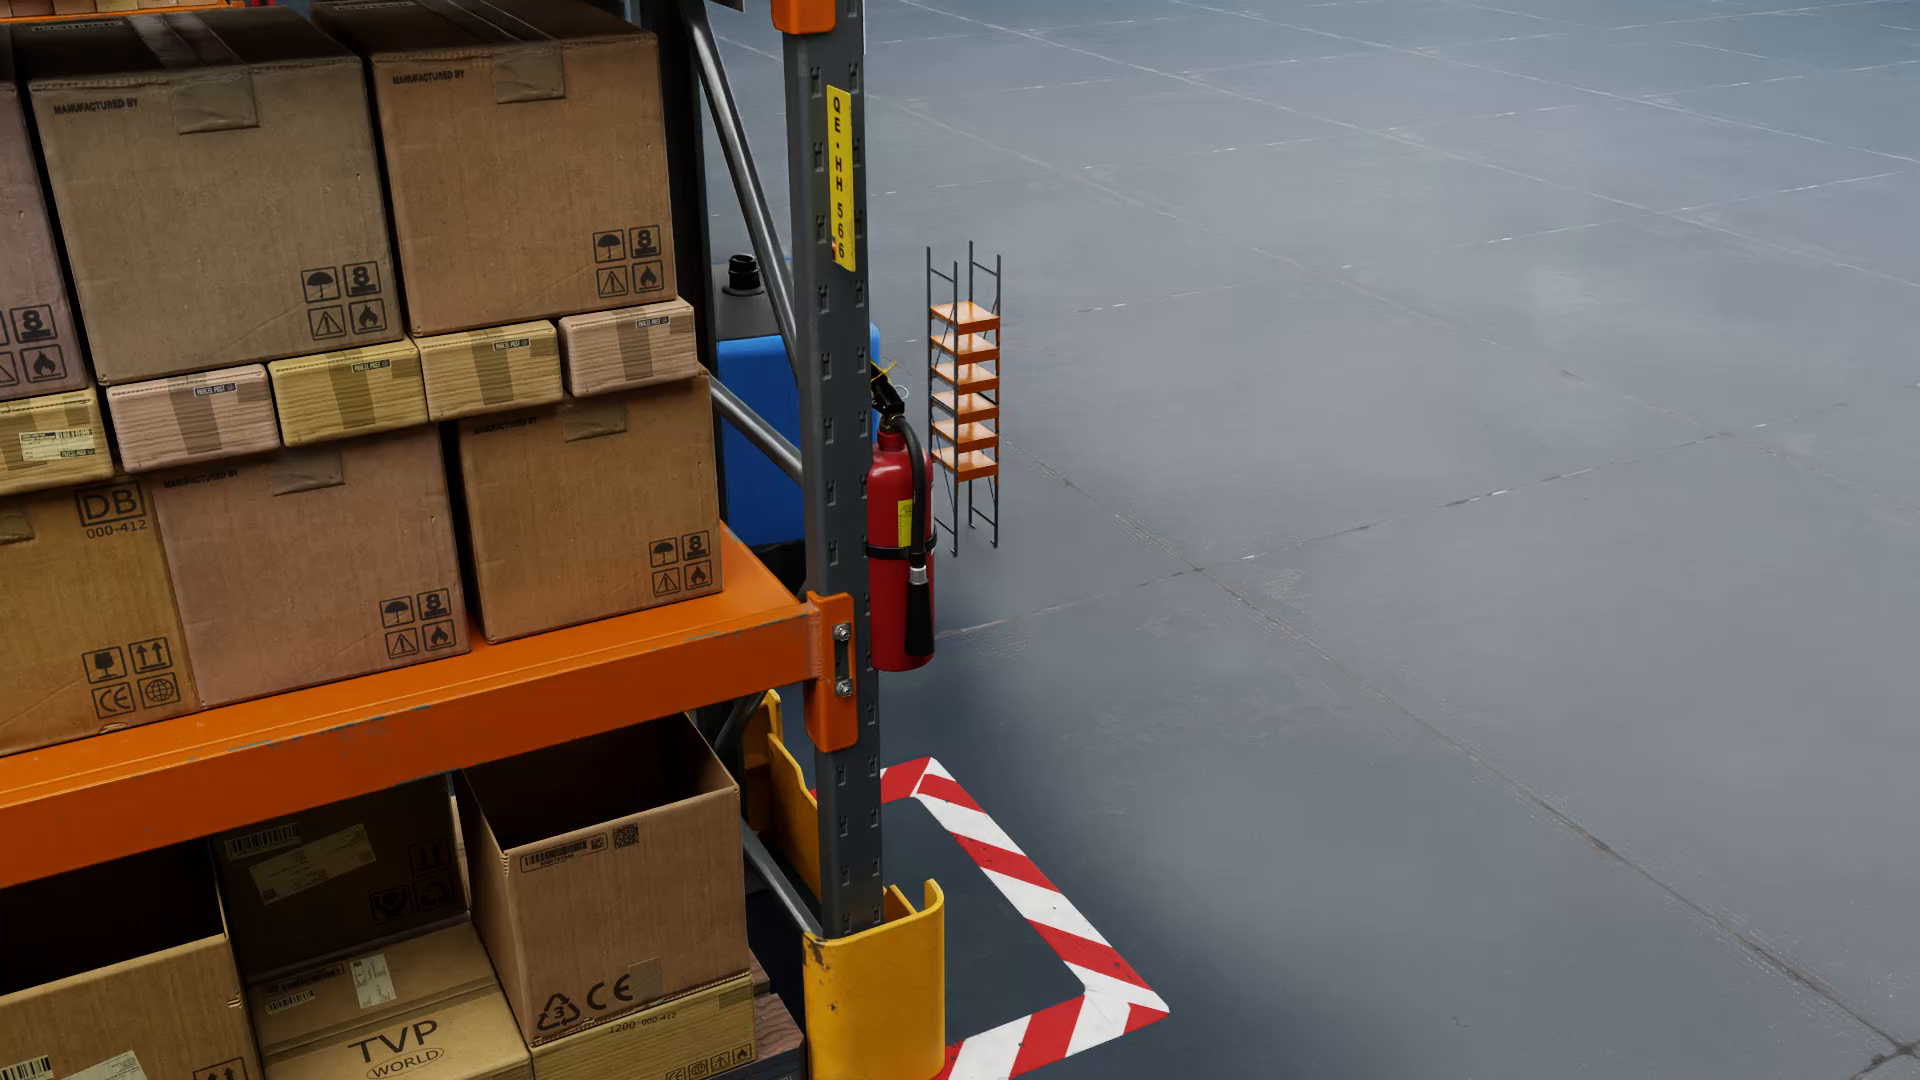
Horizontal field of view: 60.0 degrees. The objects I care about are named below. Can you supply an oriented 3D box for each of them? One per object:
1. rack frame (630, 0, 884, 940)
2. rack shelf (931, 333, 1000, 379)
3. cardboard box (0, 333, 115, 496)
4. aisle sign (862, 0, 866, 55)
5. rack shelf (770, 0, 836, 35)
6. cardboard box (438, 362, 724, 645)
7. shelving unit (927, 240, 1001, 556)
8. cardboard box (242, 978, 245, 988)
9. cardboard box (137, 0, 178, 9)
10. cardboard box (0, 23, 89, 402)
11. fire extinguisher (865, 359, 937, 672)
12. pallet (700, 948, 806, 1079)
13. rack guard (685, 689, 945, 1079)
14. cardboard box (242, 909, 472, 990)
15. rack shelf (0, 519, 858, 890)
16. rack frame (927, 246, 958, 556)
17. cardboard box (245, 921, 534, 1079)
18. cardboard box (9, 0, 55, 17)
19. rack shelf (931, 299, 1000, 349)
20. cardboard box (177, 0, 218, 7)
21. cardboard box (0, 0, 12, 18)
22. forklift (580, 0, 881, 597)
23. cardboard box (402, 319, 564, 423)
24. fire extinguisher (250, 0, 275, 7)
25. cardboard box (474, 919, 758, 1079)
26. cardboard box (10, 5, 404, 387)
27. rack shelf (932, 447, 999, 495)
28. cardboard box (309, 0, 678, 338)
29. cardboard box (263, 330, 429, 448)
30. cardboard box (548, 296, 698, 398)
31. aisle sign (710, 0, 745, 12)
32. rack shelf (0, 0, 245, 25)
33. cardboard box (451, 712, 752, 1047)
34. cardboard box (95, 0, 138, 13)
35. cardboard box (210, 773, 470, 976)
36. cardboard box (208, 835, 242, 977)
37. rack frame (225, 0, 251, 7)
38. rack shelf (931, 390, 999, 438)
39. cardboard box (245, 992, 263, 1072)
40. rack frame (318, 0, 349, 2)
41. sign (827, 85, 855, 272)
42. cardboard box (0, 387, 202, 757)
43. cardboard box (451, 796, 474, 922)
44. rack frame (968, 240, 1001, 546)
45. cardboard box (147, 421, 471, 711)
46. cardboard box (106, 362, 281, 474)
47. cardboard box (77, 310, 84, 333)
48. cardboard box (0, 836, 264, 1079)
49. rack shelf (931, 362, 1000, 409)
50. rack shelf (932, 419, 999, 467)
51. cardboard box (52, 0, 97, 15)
[{"bbox_3d":[-0.462,-0.242,3.789,0.127,3.000,1.000,-13,29,-25],"label":"rack frame"},{"bbox_3d":[0.013,-0.720,6.412,0.180,0.103,0.258,-13,29,-25],"label":"rack shelf"},{"bbox_3d":[-1.620,-0.219,2.876,0.250,0.149,0.380,-12,28,-24],"label":"cardboard box"},{"bbox_3d":[-0.266,-1.315,3.020,0.004,0.787,0.394,-13,29,-25],"label":"aisle sign"},{"bbox_3d":[-2.227,-0.863,2.447,4.000,0.370,1.077,-13,29,-25],"label":"rack shelf"},{"bbox_3d":[-0.880,-0.197,3.579,0.500,0.500,0.700,-13,29,-25],"label":"cardboard box"},{"bbox_3d":[0.013,-0.544,6.496,0.189,1.200,0.258,-13,29,-25],"label":"shelving unit"},{"bbox_3d":[-1.921,1.037,3.816,0.500,0.250,0.500,-13,29,-25],"label":"cardboard box"},{"bbox_3d":[-5.496,-3.725,11.334,0.250,0.149,0.380,-13,29,-25],"label":"cardboard box"},{"bbox_3d":[-1.833,-0.559,2.834,0.500,0.500,0.700,-13,28,-25],"label":"cardboard box"},{"bbox_3d":[-0.139,-0.054,3.486,0.183,0.674,0.296,-13,29,-25],"label":"fire extinguisher"},{"bbox_3d":[-1.117,1.187,4.035,1.213,0.211,1.003,-13,29,-25],"label":"pallet"},{"bbox_3d":[-0.441,0.880,4.340,0.348,0.500,1.175,-13,29,-25],"label":"rack guard"},{"bbox_3d":[-1.480,0.936,4.028,0.500,0.250,0.500,-13,29,-25],"label":"cardboard box"},{"bbox_3d":[-2.227,0.489,3.096,4.000,0.370,1.077,-13,29,-25],"label":"rack shelf"},{"bbox_3d":[-0.068,-0.525,6.458,0.006,1.200,0.240,-13,29,-25],"label":"rack frame"},{"bbox_3d":[-1.232,1.136,3.609,0.500,0.250,0.500,-13,29,-25],"label":"cardboard box"},{"bbox_3d":[-6.160,-3.575,11.020,0.250,0.149,0.380,-13,29,-25],"label":"cardboard box"},{"bbox_3d":[0.013,-0.828,6.360,0.180,0.103,0.258,-13,29,-25],"label":"rack shelf"},{"bbox_3d":[-5.275,-3.776,11.440,0.250,0.149,0.380,-13,29,-25],"label":"cardboard box"},{"bbox_3d":[-6.370,-3.515,10.896,0.250,0.149,0.380,-13,29,-25],"label":"cardboard box"},{"bbox_3d":[-1.844,-1.086,5.625,3.031,2.935,1.130,-9,27,-17],"label":"forklift"},{"bbox_3d":[-0.940,-0.375,3.201,0.250,0.149,0.380,-12,28,-24],"label":"cardboard box"},{"bbox_3d":[-4.803,-3.839,11.369,0.183,0.674,0.296,-13,29,-25],"label":"fire extinguisher"},{"bbox_3d":[-0.796,1.030,3.831,0.500,0.250,0.500,-13,29,-25],"label":"cardboard box"},{"bbox_3d":[-1.388,-0.662,3.049,0.500,0.500,0.700,-14,29,-26],"label":"cardboard box"},{"bbox_3d":[0.013,-0.287,6.620,0.180,0.103,0.258,-13,29,-25],"label":"rack shelf"},{"bbox_3d":[-0.927,-0.771,3.276,0.500,0.500,0.700,-13,29,-25],"label":"cardboard box"},{"bbox_3d":[-1.166,-0.323,3.092,0.250,0.149,0.380,-13,29,-26],"label":"cardboard box"},{"bbox_3d":[-0.710,-0.429,3.313,0.250,0.149,0.380,-14,29,-26],"label":"cardboard box"},{"bbox_3d":[-0.548,-1.544,3.498,0.004,0.787,0.394,-13,29,-25],"label":"aisle sign"},{"bbox_3d":[-6.885,-3.295,10.978,4.000,0.370,1.077,-13,29,-25],"label":"rack shelf"},{"bbox_3d":[-0.795,0.693,3.667,0.500,0.500,0.500,-13,29,-25],"label":"cardboard box"},{"bbox_3d":[-5.692,-3.655,11.187,0.250,0.149,0.380,-13,29,-25],"label":"cardboard box"},{"bbox_3d":[-1.480,0.597,3.867,0.500,0.500,0.500,-13,29,-25],"label":"cardboard box"},{"bbox_3d":[-1.916,0.704,3.644,0.500,0.500,0.500,-13,29,-25],"label":"cardboard box"},{"bbox_3d":[-5.121,-4.026,11.670,0.127,3.000,1.000,-13,29,-25],"label":"rack frame"},{"bbox_3d":[0.013,-0.504,6.516,0.180,0.103,0.258,-13,29,-25],"label":"rack shelf"},{"bbox_3d":[-1.672,1.239,3.395,0.500,0.250,0.500,-13,29,-25],"label":"cardboard box"},{"bbox_3d":[-2.790,-2.135,7.730,0.127,3.000,1.000,-13,29,-25],"label":"rack frame"},{"bbox_3d":[-0.219,-0.661,3.049,0.005,0.325,0.100,-13,29,-25],"label":"sign"},{"bbox_3d":[-1.782,0.011,3.147,0.500,0.500,0.700,-13,28,-25],"label":"cardboard box"},{"bbox_3d":[-1.040,0.832,4.243,0.500,0.250,0.500,-13,29,-25],"label":"cardboard box"},{"bbox_3d":[0.093,-0.562,6.535,0.006,1.200,0.240,-13,29,-25],"label":"rack frame"},{"bbox_3d":[-1.341,-0.088,3.353,0.500,0.500,0.700,-12,28,-24],"label":"cardboard box"},{"bbox_3d":[-1.389,-0.273,2.987,0.250,0.149,0.380,-13,28,-24],"label":"cardboard box"},{"bbox_3d":[-1.820,-0.371,3.192,0.250,0.149,0.380,-14,29,-27],"label":"cardboard box"},{"bbox_3d":[-1.671,0.902,3.231,0.500,0.500,0.500,-13,29,-25],"label":"cardboard box"},{"bbox_3d":[0.013,-0.612,6.464,0.180,0.103,0.258,-13,29,-25],"label":"rack shelf"},{"bbox_3d":[0.013,-0.396,6.568,0.180,0.103,0.258,-13,29,-25],"label":"rack shelf"},{"bbox_3d":[-5.920,-3.610,11.093,0.250,0.149,0.380,-13,29,-25],"label":"cardboard box"}]
